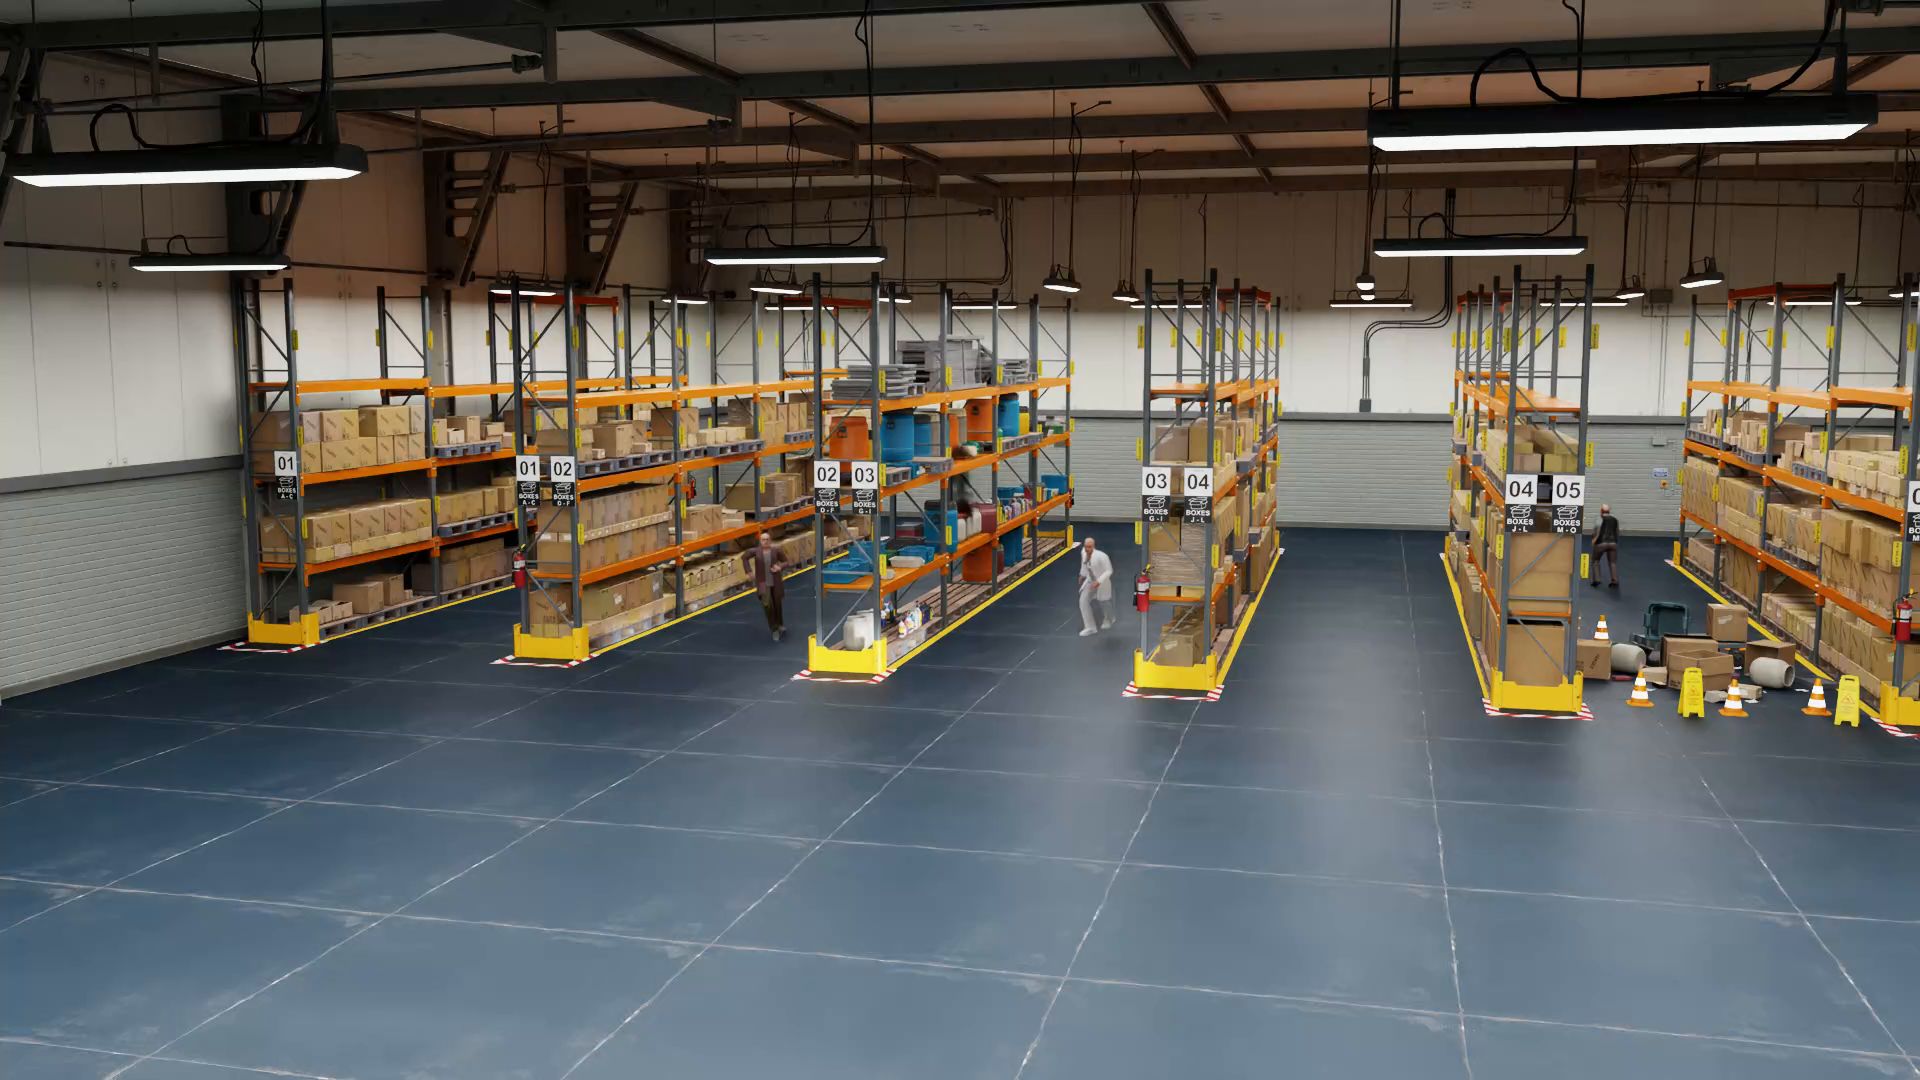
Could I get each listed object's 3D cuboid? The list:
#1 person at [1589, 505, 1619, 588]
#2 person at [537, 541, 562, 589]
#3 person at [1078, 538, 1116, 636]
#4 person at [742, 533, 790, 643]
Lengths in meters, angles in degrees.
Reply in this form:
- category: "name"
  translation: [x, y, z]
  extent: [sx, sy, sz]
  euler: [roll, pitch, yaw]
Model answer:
- category: "person"
  translation: [13.060, 0.146, 33.620]
  extent: [0.650, 1.695, 0.977]
  euler: [0, 7, -1]
- category: "person"
  translation: [-7.902, 0.330, 32.107]
  extent: [0.590, 1.681, 0.920]
  euler: [0, 7, 0]
- category: "person"
  translation: [2.313, 0.728, 27.443]
  extent: [0.715, 1.622, 1.159]
  euler: [5, 8, 35]
- category: "person"
  translation: [-3.251, 0.826, 27.938]
  extent: [0.793, 1.741, 0.789]
  euler: [-1, 7, -11]
